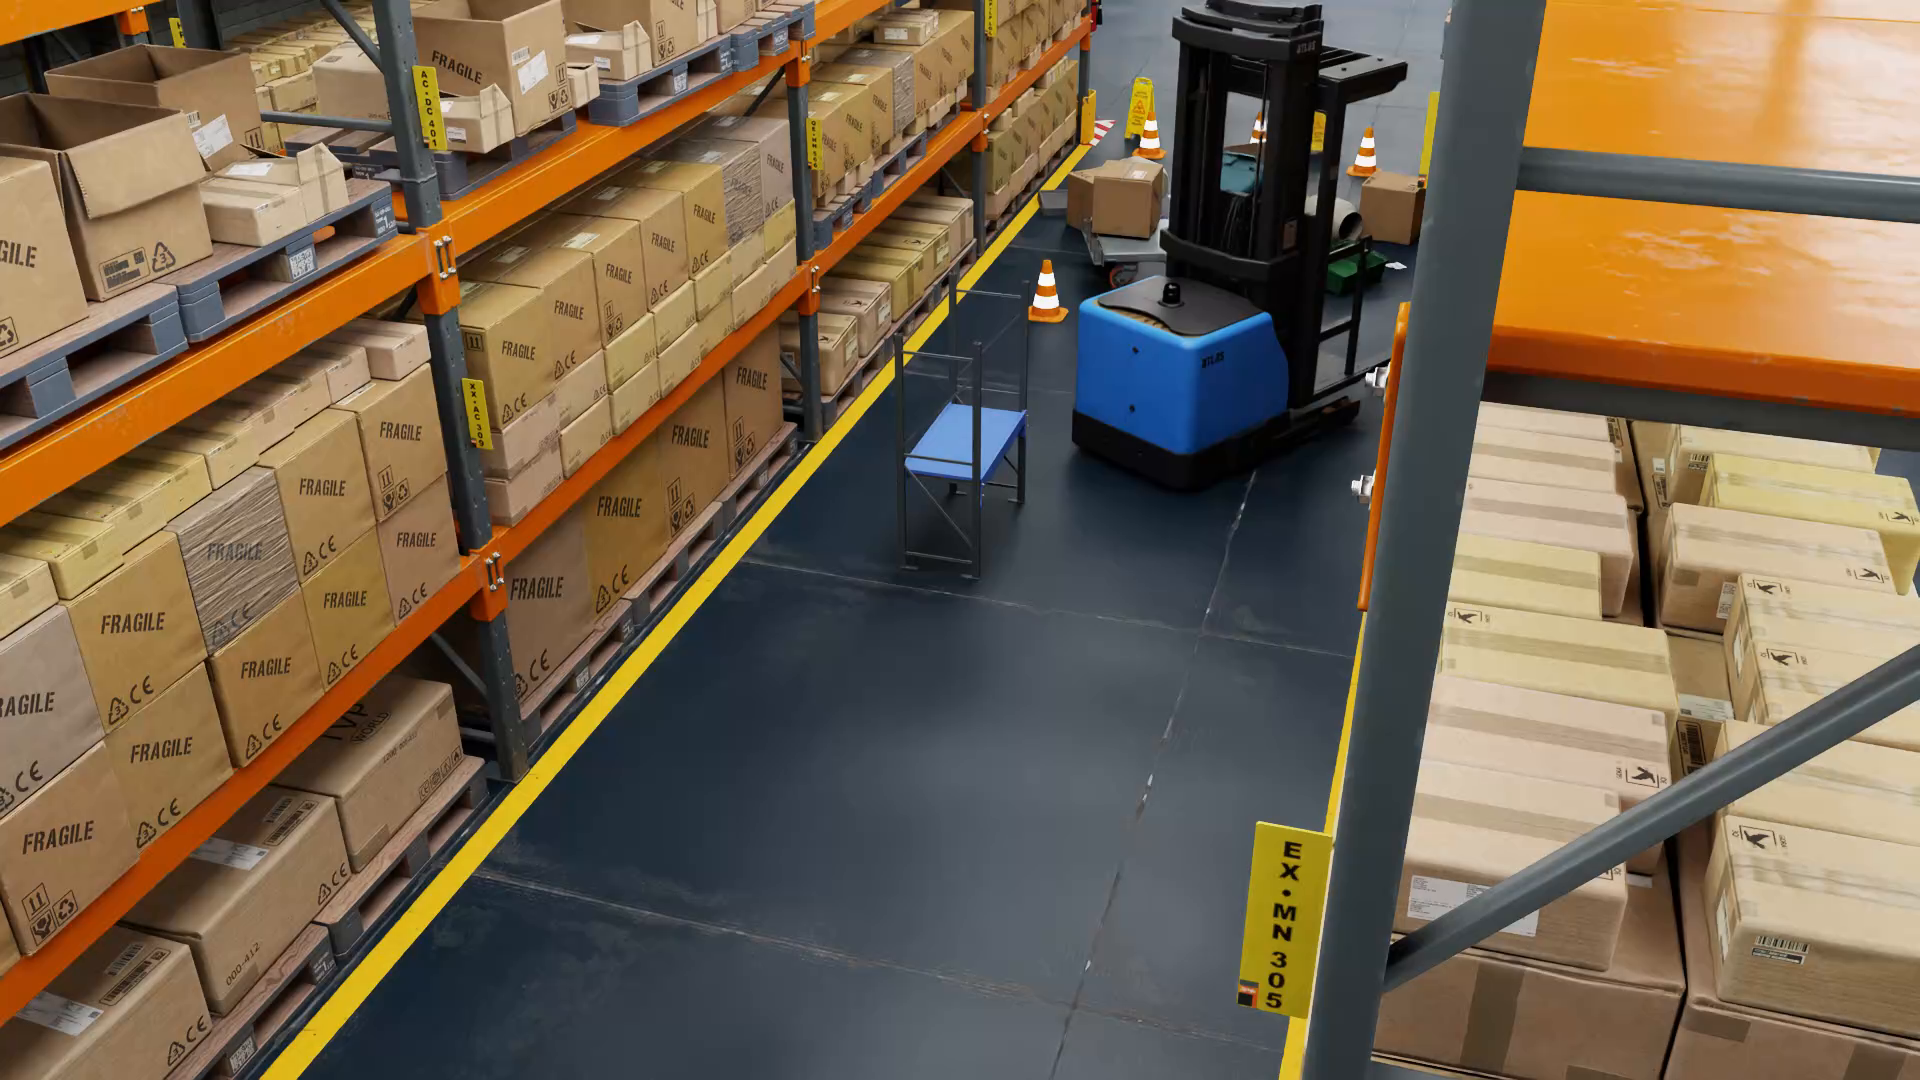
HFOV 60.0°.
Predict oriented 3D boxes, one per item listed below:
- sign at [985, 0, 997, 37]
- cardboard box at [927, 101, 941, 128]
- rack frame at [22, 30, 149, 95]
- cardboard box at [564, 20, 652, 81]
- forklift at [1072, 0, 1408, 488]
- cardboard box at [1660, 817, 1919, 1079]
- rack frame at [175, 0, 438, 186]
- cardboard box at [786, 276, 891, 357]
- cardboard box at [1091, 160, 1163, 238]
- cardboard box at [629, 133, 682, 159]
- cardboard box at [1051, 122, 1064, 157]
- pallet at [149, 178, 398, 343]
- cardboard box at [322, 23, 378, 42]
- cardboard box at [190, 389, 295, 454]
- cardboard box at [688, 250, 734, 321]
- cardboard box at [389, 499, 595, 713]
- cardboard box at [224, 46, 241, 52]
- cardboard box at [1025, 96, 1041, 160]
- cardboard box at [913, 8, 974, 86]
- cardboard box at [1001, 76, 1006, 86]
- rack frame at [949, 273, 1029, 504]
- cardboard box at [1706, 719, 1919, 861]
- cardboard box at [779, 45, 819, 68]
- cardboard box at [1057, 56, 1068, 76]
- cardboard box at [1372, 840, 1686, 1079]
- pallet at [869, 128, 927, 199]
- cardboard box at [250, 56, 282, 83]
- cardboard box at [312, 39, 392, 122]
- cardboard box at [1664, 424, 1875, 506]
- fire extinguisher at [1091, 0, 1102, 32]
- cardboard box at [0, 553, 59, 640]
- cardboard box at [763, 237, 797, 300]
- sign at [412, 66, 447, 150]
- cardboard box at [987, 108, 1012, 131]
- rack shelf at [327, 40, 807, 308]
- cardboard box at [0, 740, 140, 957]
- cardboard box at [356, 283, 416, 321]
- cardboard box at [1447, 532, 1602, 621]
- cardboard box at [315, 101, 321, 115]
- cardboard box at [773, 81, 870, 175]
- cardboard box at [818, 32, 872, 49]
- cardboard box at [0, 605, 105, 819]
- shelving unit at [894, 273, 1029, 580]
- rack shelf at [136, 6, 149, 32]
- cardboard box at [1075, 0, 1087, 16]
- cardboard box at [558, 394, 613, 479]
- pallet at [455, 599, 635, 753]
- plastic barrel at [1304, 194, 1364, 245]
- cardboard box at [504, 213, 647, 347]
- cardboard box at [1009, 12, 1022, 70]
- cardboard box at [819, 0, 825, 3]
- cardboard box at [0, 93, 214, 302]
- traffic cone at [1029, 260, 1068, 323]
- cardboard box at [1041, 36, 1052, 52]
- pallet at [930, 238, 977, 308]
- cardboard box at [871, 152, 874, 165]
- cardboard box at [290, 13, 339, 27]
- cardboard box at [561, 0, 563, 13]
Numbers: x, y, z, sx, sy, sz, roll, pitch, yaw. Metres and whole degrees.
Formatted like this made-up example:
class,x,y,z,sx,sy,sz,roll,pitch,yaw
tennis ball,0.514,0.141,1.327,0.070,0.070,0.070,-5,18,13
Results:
class,x,y,z,sx,sy,sz,roll,pitch,yaw
sign,0.257,-4.356,13.840,0.100,0.325,0.005,8,30,15
cardboard box,-0.369,-3.359,13.065,0.380,0.149,0.250,9,30,15
rack frame,-6.195,-2.776,12.189,1.000,3.000,0.127,8,30,15
cardboard box,-1.752,-2.445,8.215,0.396,0.266,0.258,11,31,19
forklift,2.191,-2.215,11.251,3.031,2.935,1.130,-24,37,-36
cardboard box,1.345,0.673,2.545,0.500,0.250,0.500,9,30,16
rack frame,-2.623,-2.832,6.119,1.000,3.000,0.127,8,30,15
cardboard box,-1.065,-1.709,12.543,0.950,0.372,0.625,8,30,14
cardboard box,1.436,-2.926,14.252,0.500,0.500,0.500,8,30,15
cardboard box,-1.964,-2.123,9.885,0.500,0.500,0.500,9,30,15
cardboard box,0.760,-4.115,16.993,0.500,0.250,0.500,9,30,15
pallet,-2.873,-1.103,6.189,1.003,0.211,1.213,8,30,15
cardboard box,-5.177,-4.288,14.139,0.380,0.149,0.250,8,30,14
cardboard box,-2.730,-0.444,6.199,0.380,0.149,0.250,8,30,14
cardboard box,-1.626,-1.481,9.502,0.500,0.250,0.500,8,30,14
cardboard box,-2.518,0.235,8.530,0.875,0.875,0.875,9,30,16
cardboard box,-6.039,-3.894,13.430,0.380,0.149,0.250,8,30,14
cardboard box,0.456,-3.964,15.951,0.500,0.500,0.500,10,31,17
cardboard box,-0.191,-4.038,13.617,0.500,0.500,0.500,8,30,14
cardboard box,0.198,-4.171,14.956,0.380,0.149,0.250,8,30,15
rack frame,0.174,-0.931,10.416,0.500,1.500,0.032,8,30,15
cardboard box,1.369,0.436,2.560,0.380,0.149,0.250,10,31,17
cardboard box,-1.238,-3.510,12.001,0.380,0.149,0.250,7,30,12
cardboard box,0.870,-4.790,16.768,0.380,0.149,0.250,9,30,16
cardboard box,0.856,0.594,2.686,0.500,0.250,0.500,8,30,13
pallet,-0.907,-2.911,12.630,1.003,0.211,1.213,8,30,15
cardboard box,-5.582,-3.700,13.081,0.380,0.149,0.250,9,30,15
cardboard box,-2.565,-2.105,7.558,0.500,0.311,0.500,8,30,15
cardboard box,1.761,-0.165,3.641,0.380,0.149,0.250,10,30,17
fire extinguisher,1.373,-5.740,17.598,0.296,0.674,0.183,8,30,15
cardboard box,-3.033,0.158,5.116,0.380,0.149,0.250,9,30,15
cardboard box,-1.349,-1.731,10.466,0.500,0.250,0.500,7,30,13
sign,-2.092,-1.703,6.562,0.100,0.325,0.005,8,30,15
cardboard box,0.250,-3.806,14.999,0.380,0.149,0.250,9,30,16
rack shelf,-2.036,-2.136,8.694,1.077,0.370,4.000,8,30,15
cardboard box,-3.093,0.950,5.389,0.500,0.500,0.500,8,30,15
cardboard box,-2.732,-0.934,7.748,0.500,0.500,0.500,9,30,16
cardboard box,0.996,0.116,3.136,0.380,0.149,0.250,9,30,16
cardboard box,-5.380,-3.596,13.817,0.500,0.250,0.500,9,30,16
cardboard box,-0.949,-2.845,11.474,0.500,0.500,0.500,10,31,17
cardboard box,-0.991,-3.647,12.915,0.500,0.500,0.500,8,30,15
cardboard box,-3.095,0.504,5.162,0.500,0.500,0.500,8,30,14
shelving unit,0.025,-0.695,9.992,0.538,1.500,1.048,8,30,15
rack shelf,-5.608,-4.701,13.305,1.077,0.370,4.000,8,30,15
cardboard box,1.003,-5.669,16.981,0.500,0.500,0.500,8,30,14
cardboard box,-2.091,-0.552,8.346,0.500,0.250,0.500,8,30,14
pallet,-2.469,0.639,8.919,1.003,0.211,1.213,8,30,15
plastic barrel,3.353,-2.889,15.043,0.421,0.421,0.512,-17,34,-28
cardboard box,-1.947,-1.327,8.454,0.500,0.500,0.500,8,30,14
cardboard box,0.246,-4.503,14.885,0.500,0.500,0.500,8,30,15
cardboard box,-1.161,-3.863,10.955,0.700,0.500,0.500,8,30,15
cardboard box,-2.988,-1.162,5.562,0.797,0.503,0.637,11,31,19
traffic cone,0.700,-2.043,13.482,0.336,0.463,0.334,8,30,15
cardboard box,0.685,-4.868,16.209,0.380,0.149,0.250,8,30,14
pallet,-0.502,-2.347,14.287,1.003,0.211,1.213,8,30,15
cardboard box,-0.840,-2.762,11.992,0.380,0.149,0.250,10,31,18
cardboard box,-5.587,-4.474,14.472,0.380,0.149,0.250,8,30,14
cardboard box,-4.189,-5.558,17.087,0.500,0.500,0.500,9,30,15
